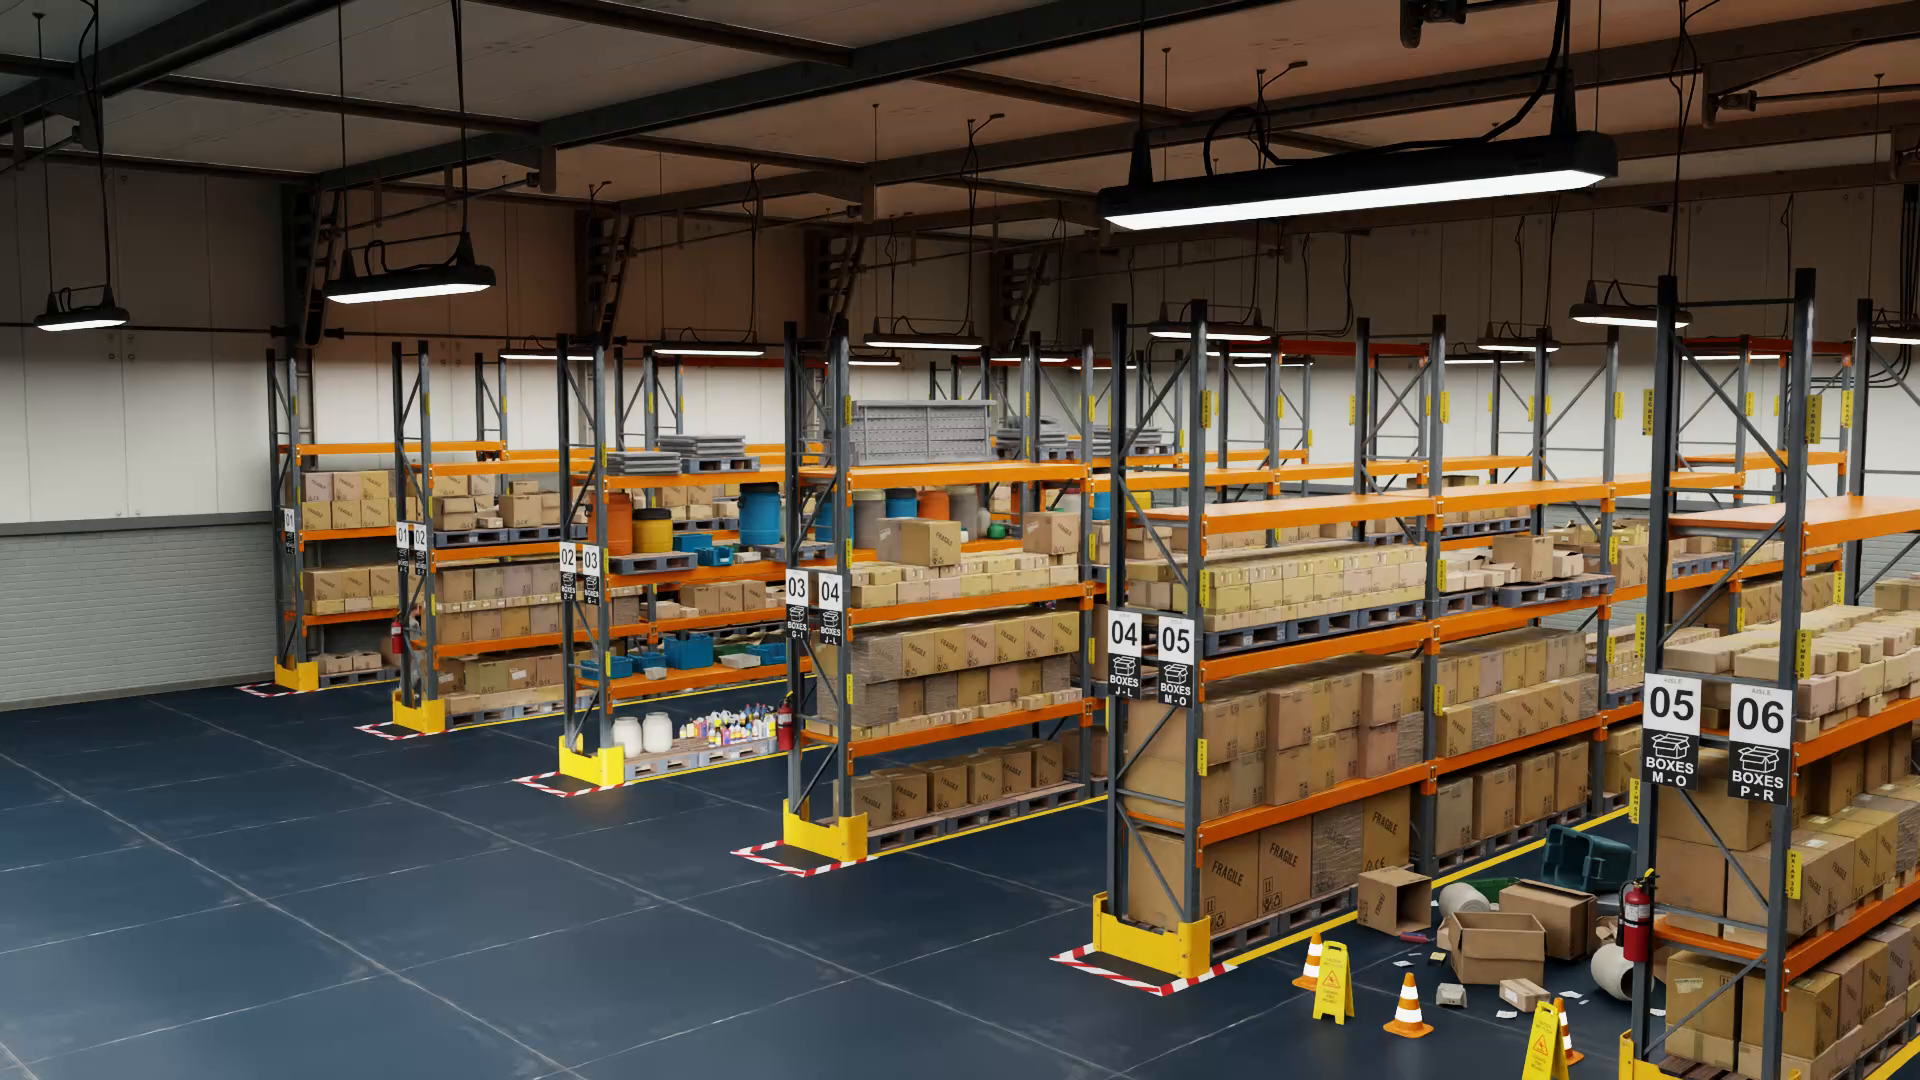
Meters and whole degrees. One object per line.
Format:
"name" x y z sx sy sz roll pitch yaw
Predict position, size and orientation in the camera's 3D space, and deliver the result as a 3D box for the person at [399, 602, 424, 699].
"person" -9.352 1.882 28.293 0.471 1.660 0.508 -3 6 -34
